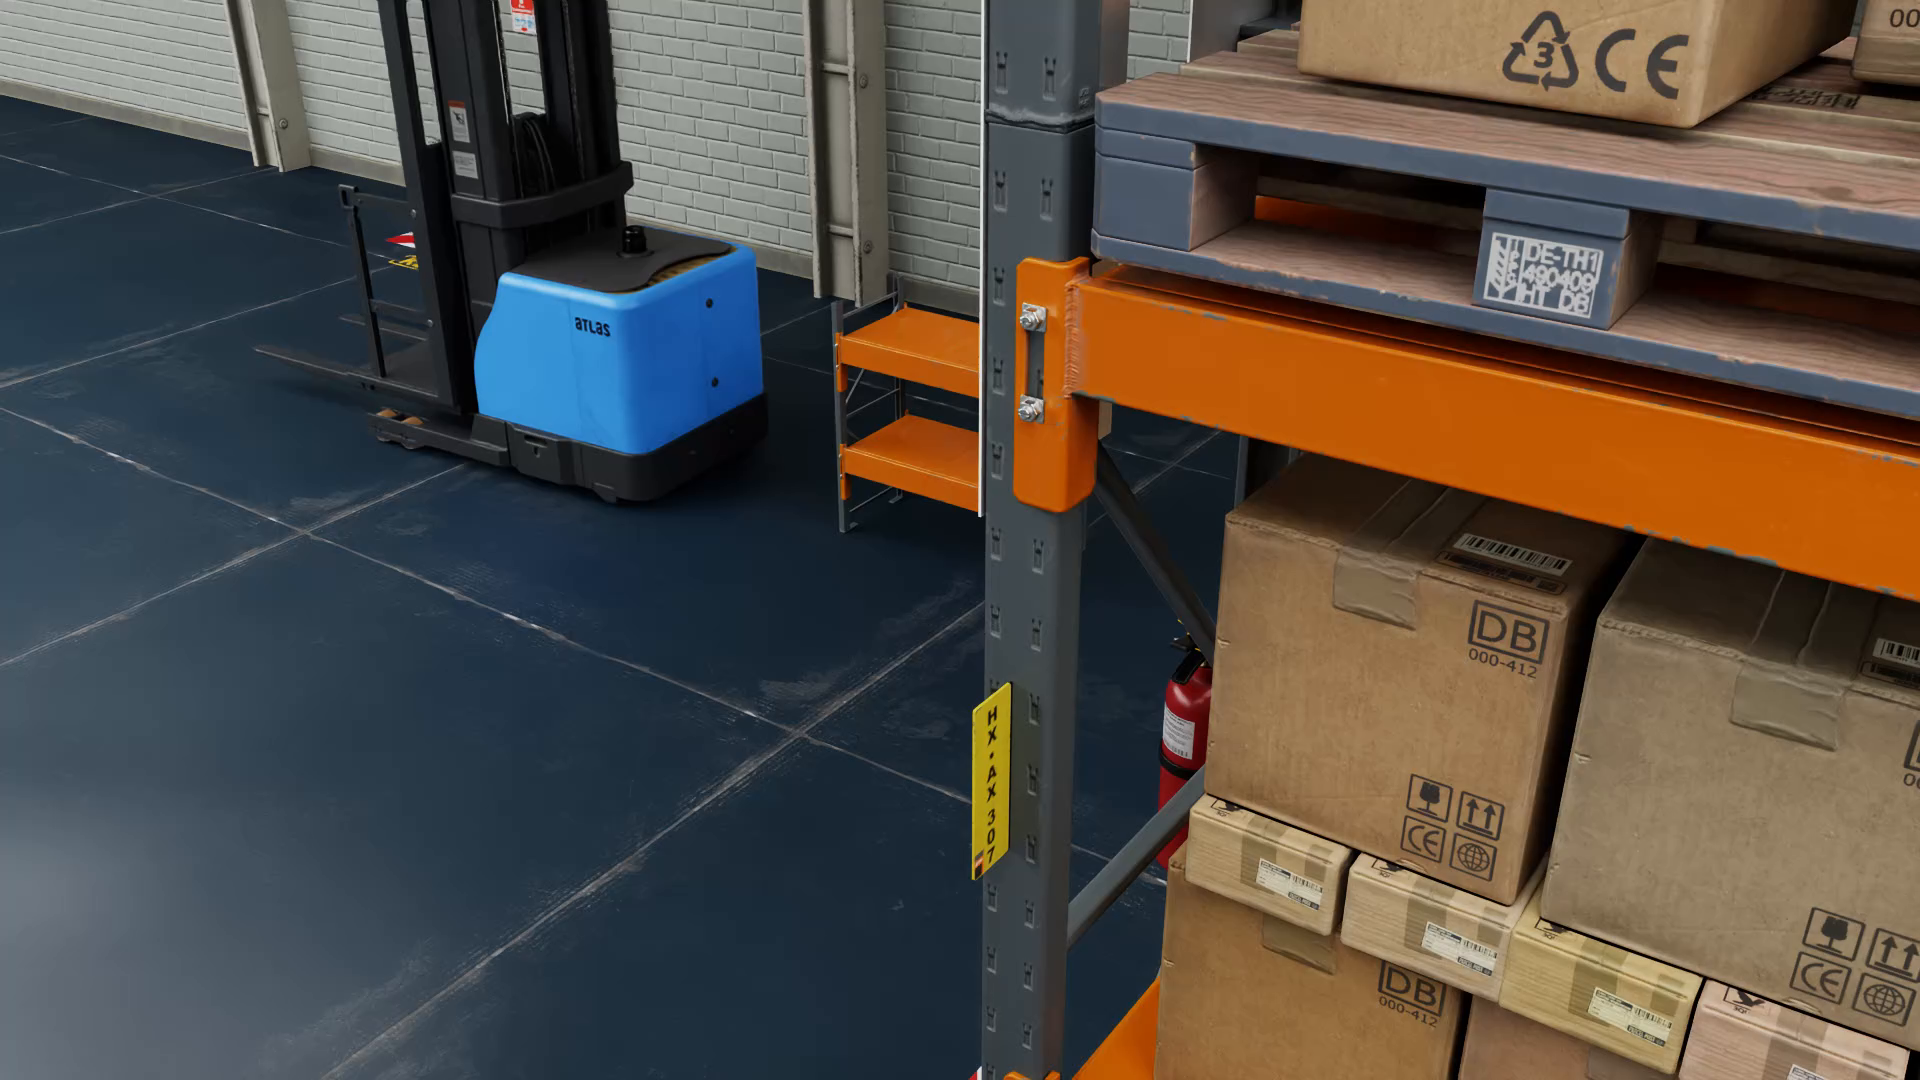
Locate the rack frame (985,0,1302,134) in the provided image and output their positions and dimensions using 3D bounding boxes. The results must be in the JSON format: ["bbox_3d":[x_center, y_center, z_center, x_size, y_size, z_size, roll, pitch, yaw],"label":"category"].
[{"bbox_3d":[0.369,-2.072,1.900,0.127,3.000,1.000,17,32,30],"label":"rack frame"}]

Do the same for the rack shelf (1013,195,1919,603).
[{"bbox_3d":[2.017,0.099,1.735,4.000,0.370,1.077,17,32,30],"label":"rack shelf"}]

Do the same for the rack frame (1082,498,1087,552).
[{"bbox_3d":[0.425,-0.369,7.235,0.032,1.125,0.500,17,32,30],"label":"rack frame"}]

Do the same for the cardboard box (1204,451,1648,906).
[{"bbox_3d":[0.790,0.117,2.672,0.500,0.500,0.700,17,32,30],"label":"cardboard box"}]

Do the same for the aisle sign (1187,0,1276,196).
[{"bbox_3d":[0.481,-0.684,2.920,0.004,0.787,0.394,17,32,30],"label":"aisle sign"}]

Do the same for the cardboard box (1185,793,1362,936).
[{"bbox_3d":[0.570,0.449,2.735,0.250,0.149,0.380,17,32,30],"label":"cardboard box"}]

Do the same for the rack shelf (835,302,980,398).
[{"bbox_3d":[0.006,-0.760,7.359,1.000,0.278,0.538,17,32,30],"label":"rack shelf"}]

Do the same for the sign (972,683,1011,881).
[{"bbox_3d":[0.050,0.386,2.642,0.005,0.325,0.100,17,32,30],"label":"sign"}]

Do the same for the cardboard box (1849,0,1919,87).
[{"bbox_3d":[1.467,-0.721,2.100,0.500,0.250,0.500,17,32,30],"label":"cardboard box"}]

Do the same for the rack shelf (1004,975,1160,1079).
[{"bbox_3d":[2.017,1.436,2.415,4.000,0.370,1.077,17,32,30],"label":"rack shelf"}]

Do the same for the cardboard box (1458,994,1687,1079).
[{"bbox_3d":[1.182,0.815,2.732,0.500,0.500,0.700,18,32,32],"label":"cardboard box"}]

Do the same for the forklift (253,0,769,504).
[{"bbox_3d":[-2.525,-1.966,8.381,3.031,2.935,1.130,15,31,27],"label":"forklift"}]

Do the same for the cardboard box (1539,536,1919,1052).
[{"bbox_3d":[1.227,0.250,2.411,0.500,0.500,0.700,16,31,29],"label":"cardboard box"}]

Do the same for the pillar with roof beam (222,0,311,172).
[{"bbox_3d":[-8.092,-5.541,8.716,0.400,9.000,9.100,17,32,30],"label":"pillar with roof beam"}]

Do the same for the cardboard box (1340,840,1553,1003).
[{"bbox_3d":[0.789,0.516,2.604,0.250,0.149,0.380,16,31,29],"label":"cardboard box"}]

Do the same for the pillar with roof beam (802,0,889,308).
[{"bbox_3d":[-3.146,-4.000,5.688,0.400,9.000,9.100,17,32,30],"label":"pillar with roof beam"}]

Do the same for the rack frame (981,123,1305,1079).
[{"bbox_3d":[0.369,0.601,3.261,0.127,3.000,1.000,17,32,30],"label":"rack frame"}]

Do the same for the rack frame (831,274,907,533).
[{"bbox_3d":[-0.413,-0.630,7.748,0.032,1.125,0.500,17,32,30],"label":"rack frame"}]

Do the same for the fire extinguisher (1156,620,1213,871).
[{"bbox_3d":[0.534,0.432,3.679,0.183,0.674,0.296,17,32,30],"label":"fire extinguisher"}]

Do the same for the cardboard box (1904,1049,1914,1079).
[{"bbox_3d":[1.588,0.944,2.477,0.500,0.500,0.700,18,32,31],"label":"cardboard box"}]

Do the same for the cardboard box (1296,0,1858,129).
[{"bbox_3d":[0.840,-0.882,2.137,0.637,0.503,0.797,20,33,34],"label":"cardboard box"}]

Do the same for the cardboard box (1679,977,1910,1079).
[{"bbox_3d":[1.201,0.646,2.348,0.250,0.149,0.380,17,31,30],"label":"cardboard box"}]

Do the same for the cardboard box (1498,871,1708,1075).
[{"bbox_3d":[0.994,0.580,2.477,0.250,0.149,0.380,17,32,31],"label":"cardboard box"}]

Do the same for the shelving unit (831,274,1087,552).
[{"bbox_3d":[0.006,-0.500,7.491,1.048,1.125,0.538,17,32,30],"label":"shelving unit"}]

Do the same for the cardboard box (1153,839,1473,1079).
[{"bbox_3d":[0.746,0.682,2.993,0.500,0.500,0.700,17,32,30],"label":"cardboard box"}]

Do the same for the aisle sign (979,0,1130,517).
[{"bbox_3d":[0.141,-0.459,2.479,0.004,0.787,0.394,17,32,30],"label":"aisle sign"}]

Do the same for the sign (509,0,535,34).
[{"bbox_3d":[-3.121,-3.781,11.833,0.234,0.329,0.001,17,32,30],"label":"sign"}]

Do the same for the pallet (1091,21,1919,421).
[{"bbox_3d":[0.937,-0.505,2.225,1.213,0.211,1.003,17,32,30],"label":"pallet"}]

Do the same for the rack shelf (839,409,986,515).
[{"bbox_3d":[0.006,-0.282,7.602,1.000,0.278,0.538,17,32,30],"label":"rack shelf"}]
